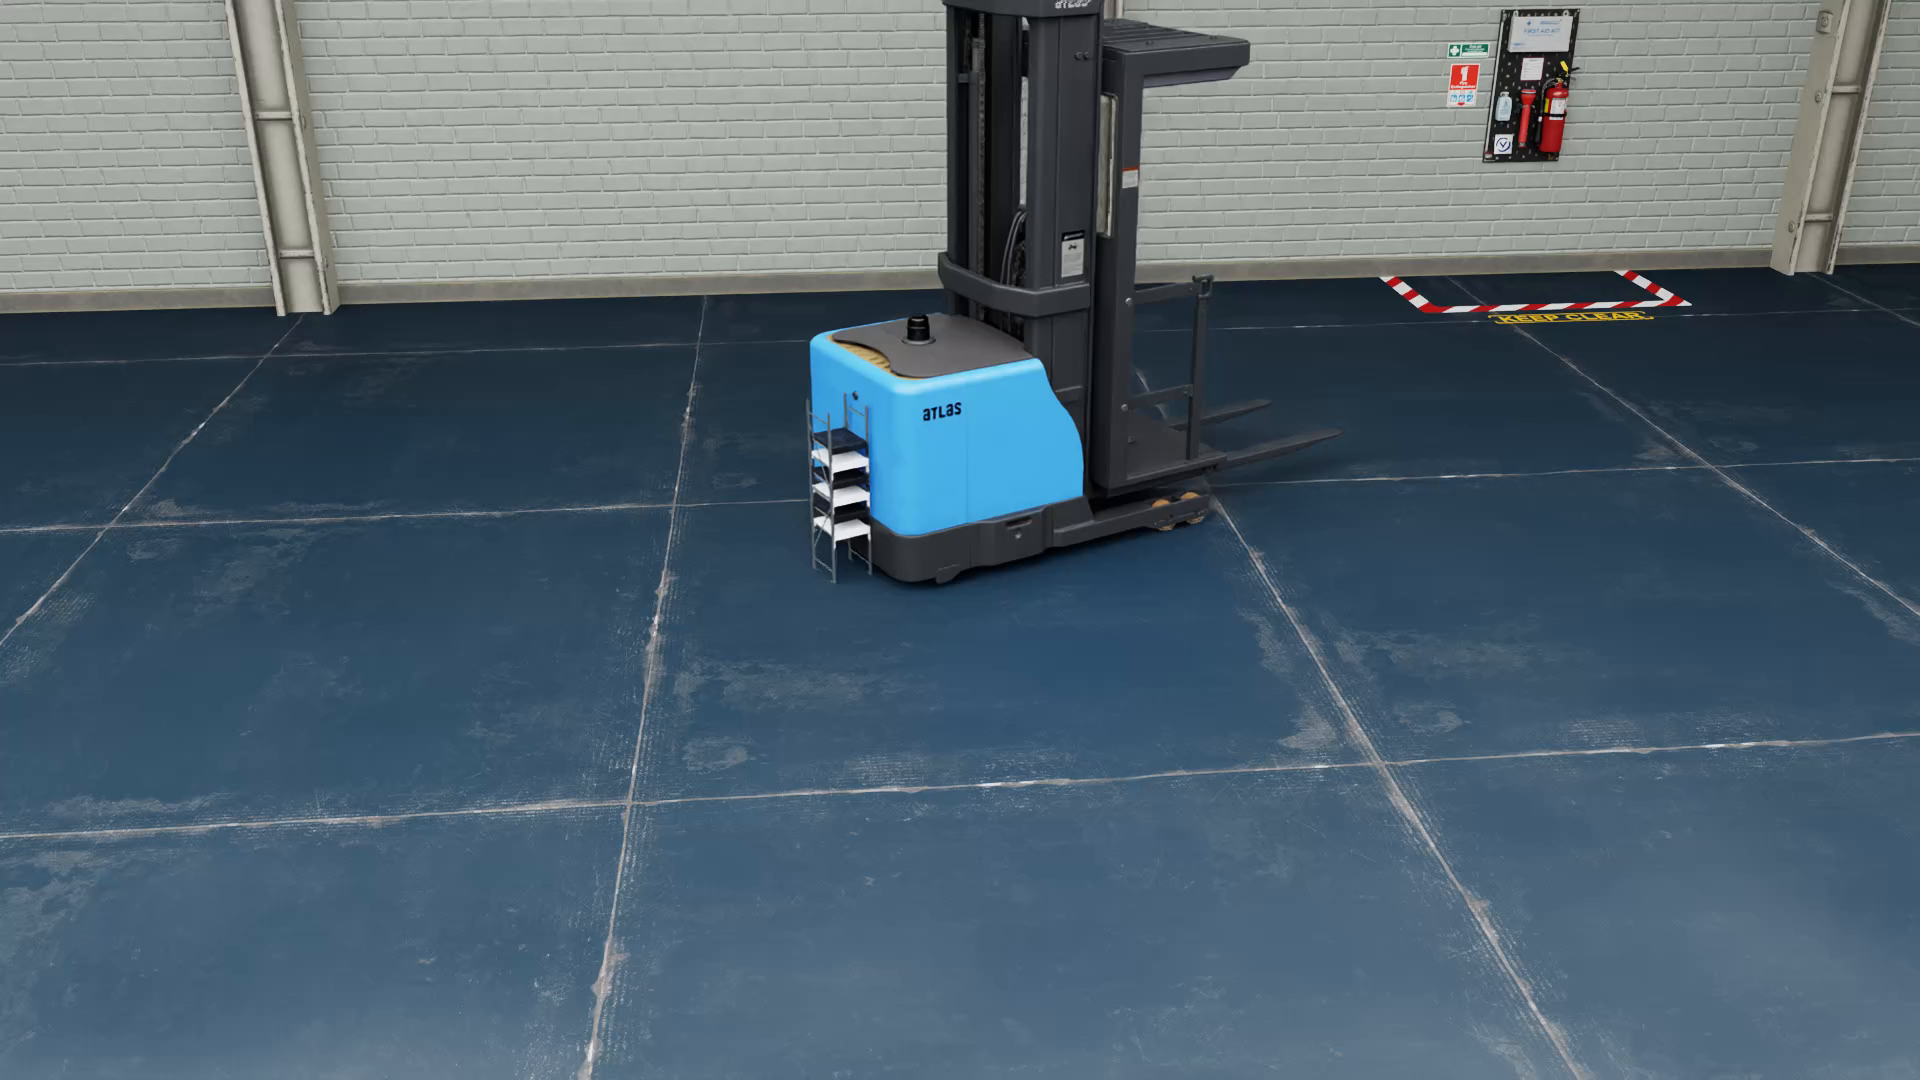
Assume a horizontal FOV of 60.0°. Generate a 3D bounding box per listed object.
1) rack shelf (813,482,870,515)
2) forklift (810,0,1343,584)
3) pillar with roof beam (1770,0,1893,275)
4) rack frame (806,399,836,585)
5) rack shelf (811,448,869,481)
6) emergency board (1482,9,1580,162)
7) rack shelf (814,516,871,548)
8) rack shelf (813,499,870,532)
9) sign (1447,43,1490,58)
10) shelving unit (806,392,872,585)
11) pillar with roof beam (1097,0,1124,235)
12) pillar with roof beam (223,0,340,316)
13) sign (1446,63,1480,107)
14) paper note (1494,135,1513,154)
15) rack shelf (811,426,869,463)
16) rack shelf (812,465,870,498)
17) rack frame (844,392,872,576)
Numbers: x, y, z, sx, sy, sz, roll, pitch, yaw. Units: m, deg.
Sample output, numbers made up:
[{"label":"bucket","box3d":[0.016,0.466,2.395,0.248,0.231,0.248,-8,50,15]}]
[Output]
[{"label":"rack shelf","box3d":[-0.594,-0.220,8.220,0.200,0.077,0.258,-14,28,-28]},{"label":"forklift","box3d":[0.747,-1.554,8.638,3.031,2.935,1.130,-14,28,-28]},{"label":"pillar with roof beam","box3d":[7.391,-4.613,8.049,0.400,9.000,9.100,-2,24,-5]},{"label":"rack frame","box3d":[-0.681,-0.229,8.158,0.006,0.900,0.240,-14,28,-28]},{"label":"rack shelf","box3d":[-0.594,-0.385,8.147,0.200,0.077,0.258,-14,28,-28]},{"label":"emergency board","box3d":[4.505,-3.528,12.995,0.643,1.169,0.194,-2,24,-5]},{"label":"rack shelf","box3d":[-0.594,-0.056,8.293,0.200,0.077,0.258,-14,28,-28]},{"label":"rack shelf","box3d":[-0.594,-0.138,8.257,0.200,0.077,0.258,-14,28,-28]},{"label":"sign","box3d":[3.950,-3.803,12.917,0.331,0.109,0.001,-2,24,-5]},{"label":"shelving unit","box3d":[-0.594,-0.251,8.206,0.210,0.900,0.258,-14,28,-28]},{"label":"pillar with roof beam","box3d":[1.420,-4.374,7.510,0.400,9.000,9.100,-2,24,-5]},{"label":"pillar with roof beam","box3d":[-4.551,-4.134,6.972,0.400,9.000,9.100,-2,24,-5]},{"label":"sign","box3d":[3.945,-3.564,13.032,0.234,0.329,0.001,-2,24,-5]},{"label":"paper note","box3d":[4.322,-3.147,13.221,0.142,0.148,0.016,-2,24,-5]},{"label":"rack shelf","box3d":[-0.594,-0.467,8.110,0.200,0.077,0.258,-14,28,-28]},{"label":"rack shelf","box3d":[-0.594,-0.303,8.183,0.200,0.077,0.258,-14,28,-28]},{"label":"rack frame","box3d":[-0.507,-0.272,8.255,0.006,0.900,0.240,-14,28,-28]}]
